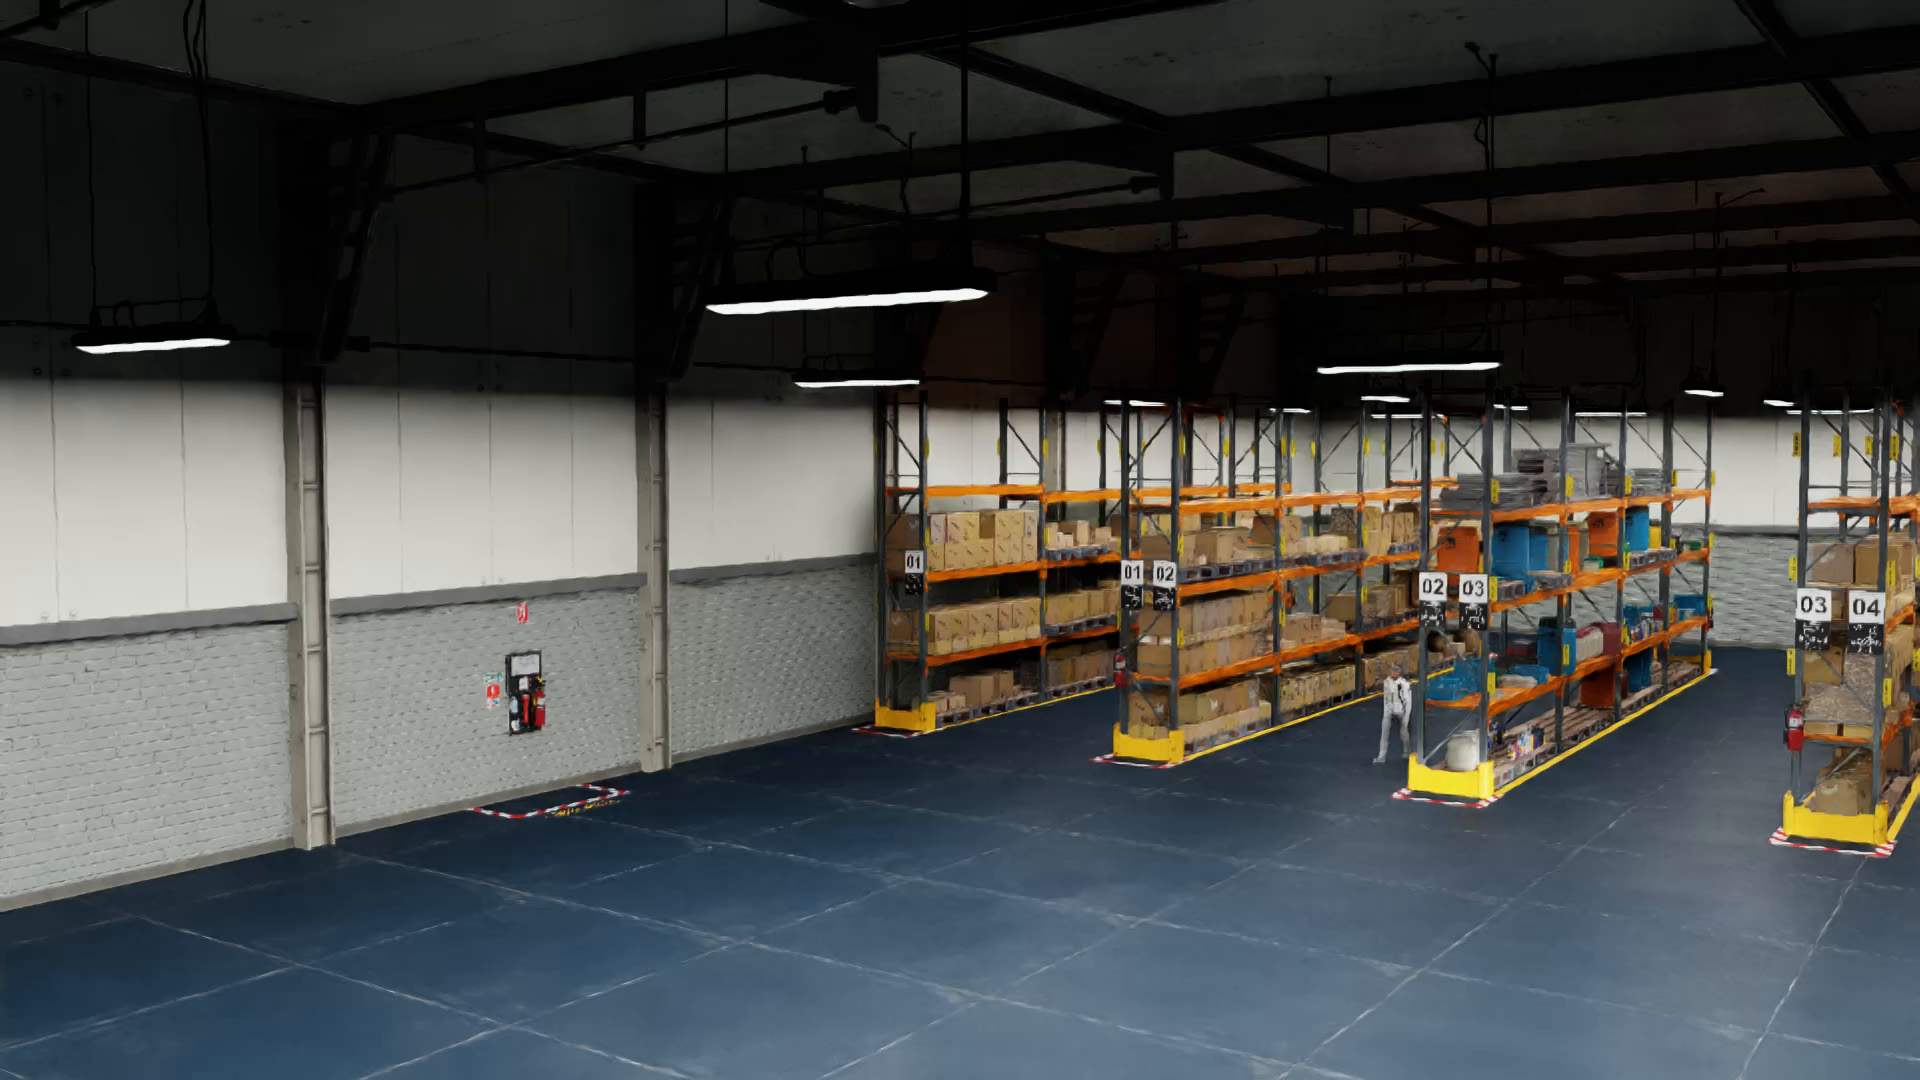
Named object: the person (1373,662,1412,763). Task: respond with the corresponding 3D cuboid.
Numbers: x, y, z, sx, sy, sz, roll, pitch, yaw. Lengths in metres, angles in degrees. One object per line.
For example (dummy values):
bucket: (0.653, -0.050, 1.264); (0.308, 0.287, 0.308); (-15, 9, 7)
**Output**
person: (6.925, 2.720, 26.394); (0.489, 1.582, 1.075); (2, 4, 33)
